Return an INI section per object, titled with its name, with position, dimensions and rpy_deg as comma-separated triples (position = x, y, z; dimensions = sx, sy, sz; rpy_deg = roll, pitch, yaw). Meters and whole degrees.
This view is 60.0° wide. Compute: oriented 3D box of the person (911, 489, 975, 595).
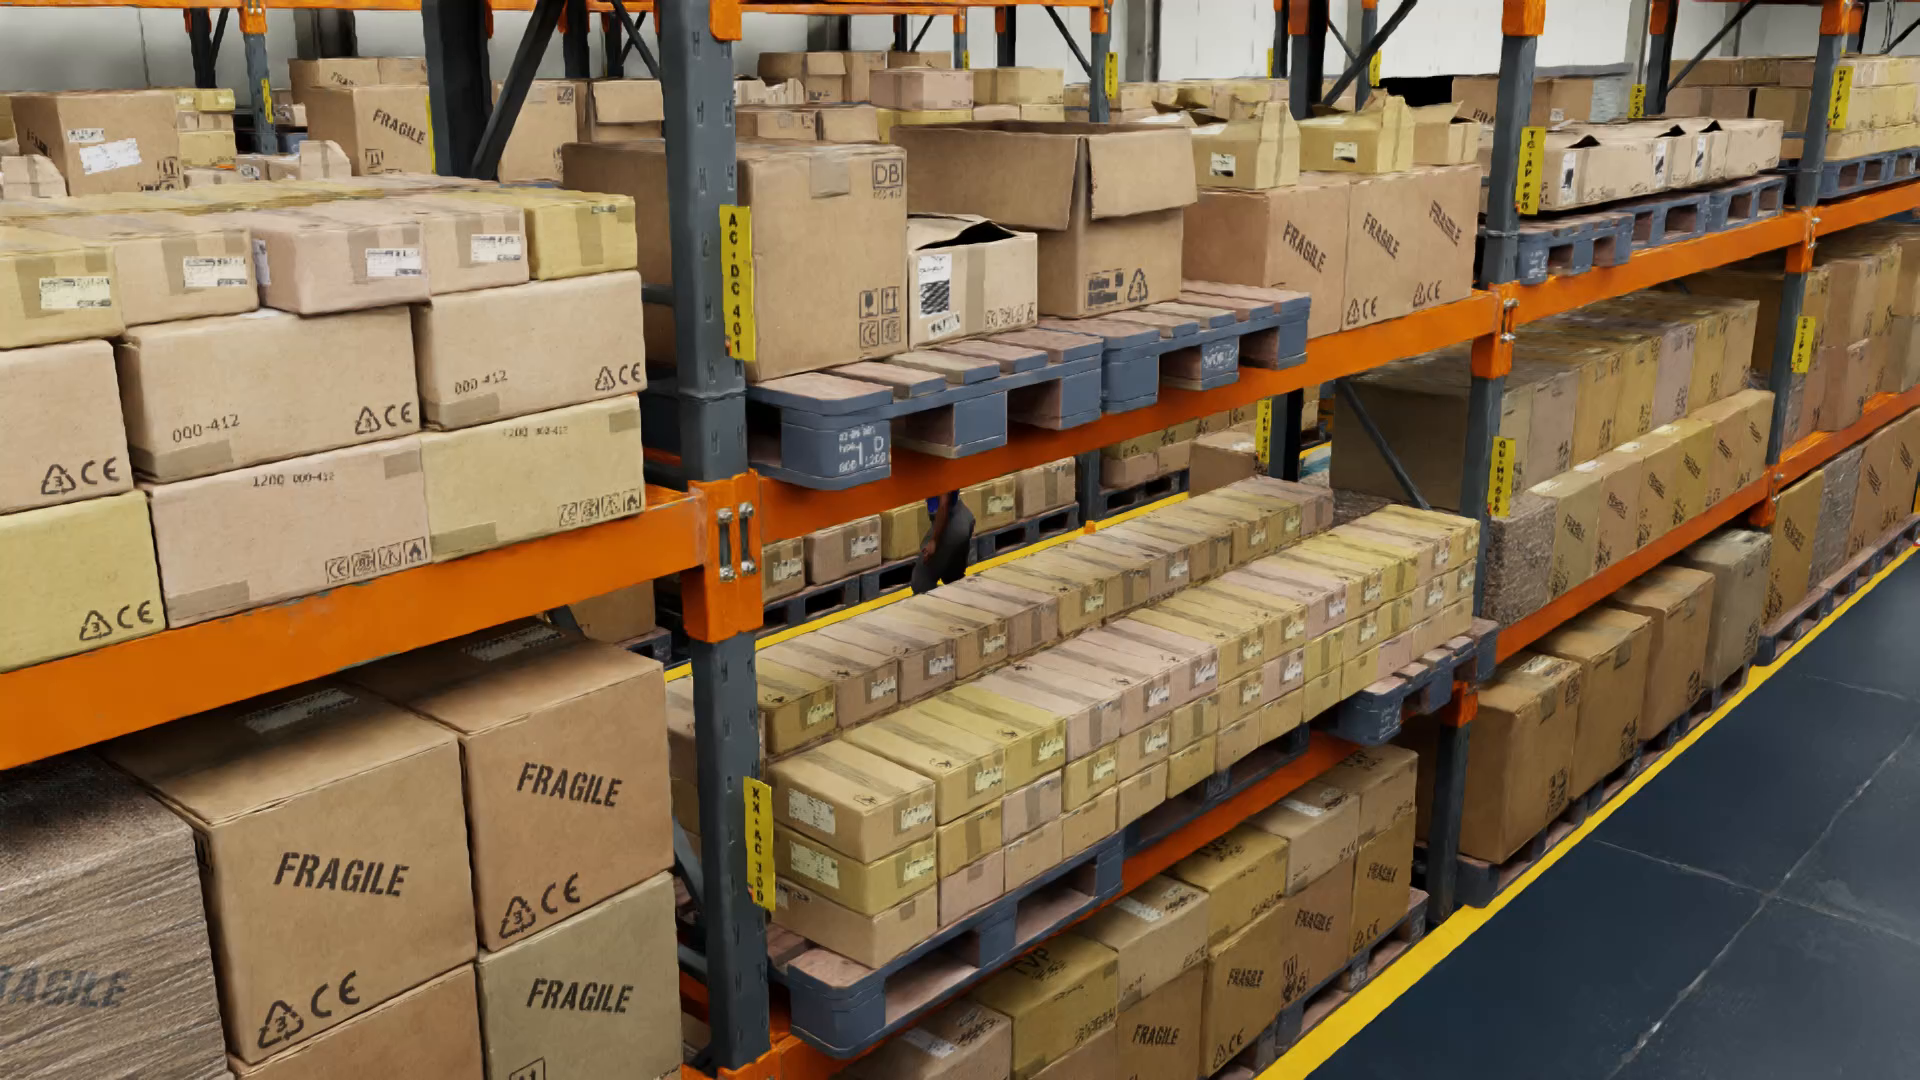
[person]
position = -0.042, -0.062, 10.229
dimensions = 0.477, 1.639, 0.561
rpy_deg = 3, 17, 8
